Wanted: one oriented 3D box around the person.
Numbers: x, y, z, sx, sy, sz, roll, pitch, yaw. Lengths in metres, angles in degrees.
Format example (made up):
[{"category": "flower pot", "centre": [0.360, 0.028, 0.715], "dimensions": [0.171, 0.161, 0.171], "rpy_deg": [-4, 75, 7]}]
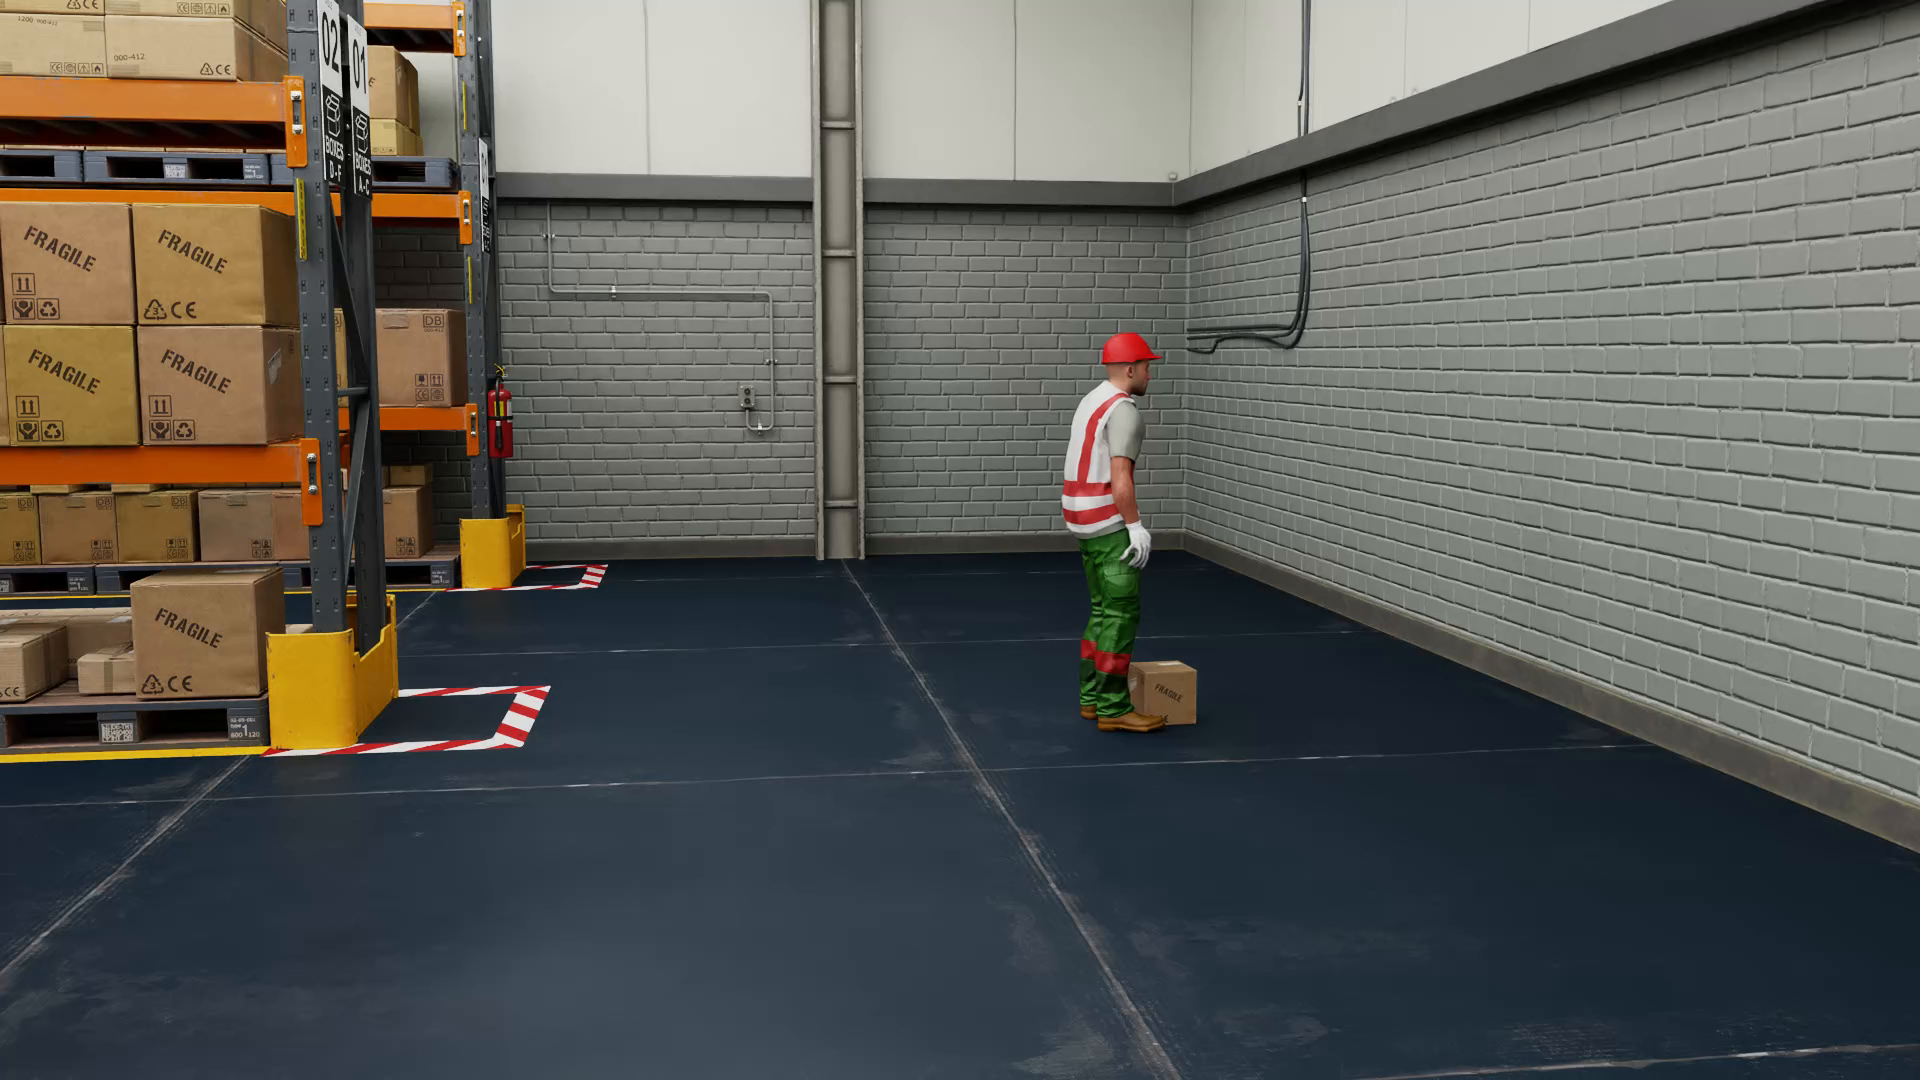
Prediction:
[{"category": "person", "centre": [0.705, -0.049, 7.580], "dimensions": [0.448, 1.780, 0.620], "rpy_deg": [-1, 7, -12]}]
